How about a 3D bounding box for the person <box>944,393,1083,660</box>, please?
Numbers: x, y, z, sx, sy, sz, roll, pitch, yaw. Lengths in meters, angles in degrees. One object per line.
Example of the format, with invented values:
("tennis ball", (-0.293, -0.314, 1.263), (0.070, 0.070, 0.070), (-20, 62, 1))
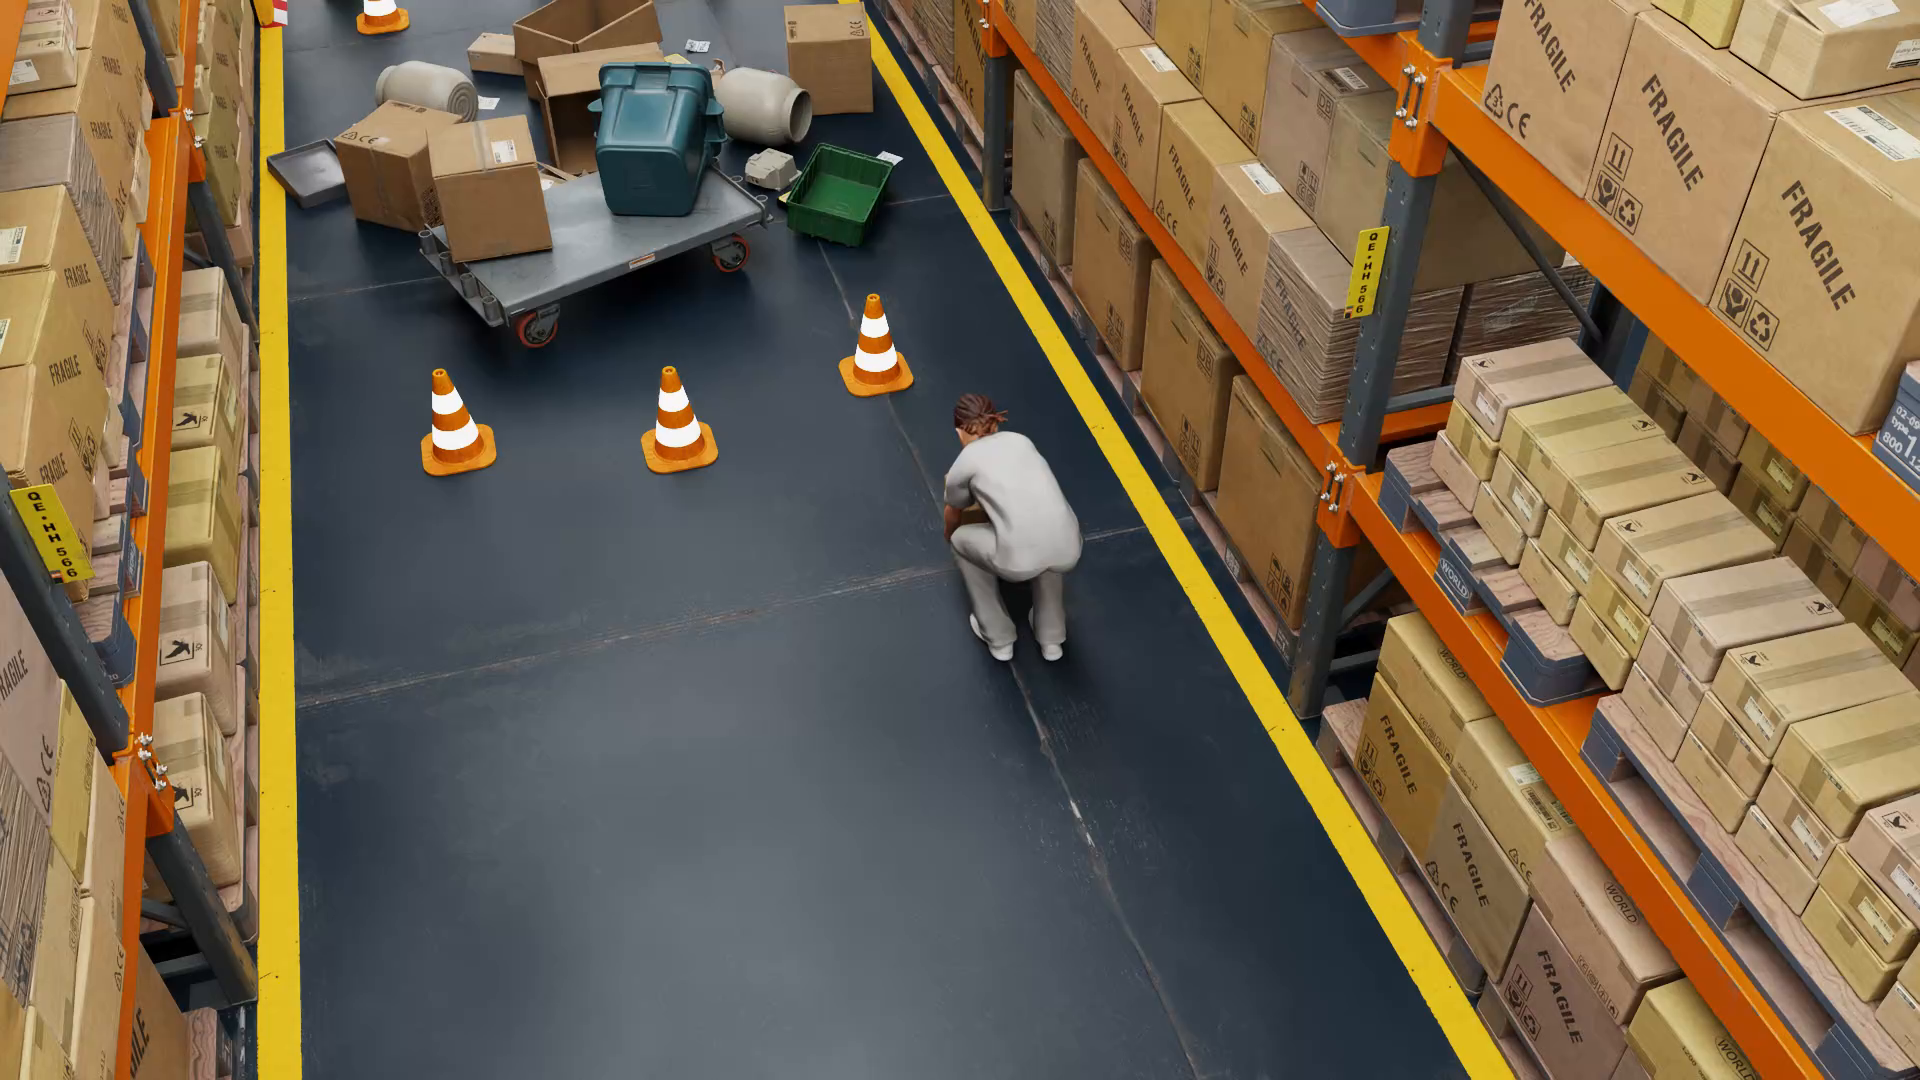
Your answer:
("person", (0.194, -0.023, 6.725), (0.465, 0.950, 0.863), (-14, 44, -15))
